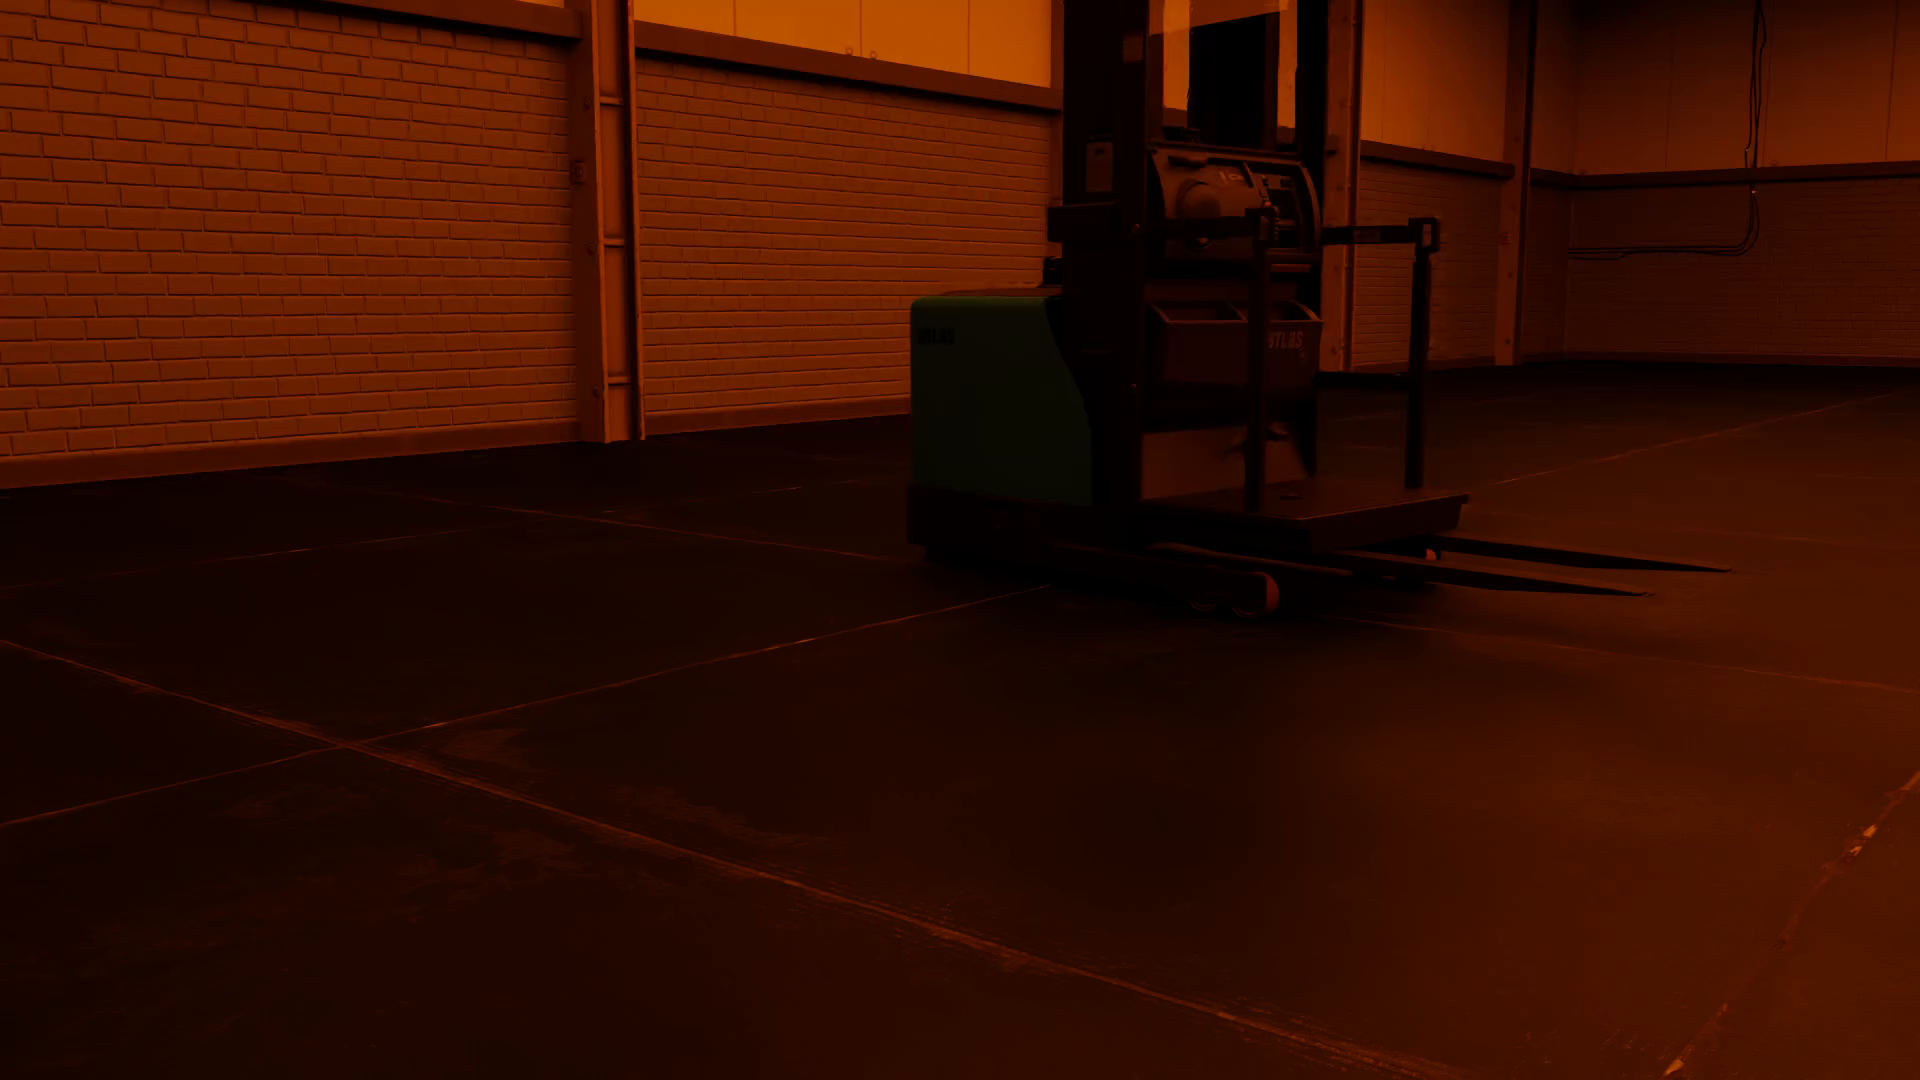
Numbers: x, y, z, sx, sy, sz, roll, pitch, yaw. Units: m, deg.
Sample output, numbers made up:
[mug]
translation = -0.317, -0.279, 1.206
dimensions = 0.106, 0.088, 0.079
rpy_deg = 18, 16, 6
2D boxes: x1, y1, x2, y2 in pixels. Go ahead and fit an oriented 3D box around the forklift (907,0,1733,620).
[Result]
[forklift]
translation = 1.160, -1.266, 5.934
dimensions = 1.130, 2.935, 3.031
rpy_deg = -8, 11, -43
